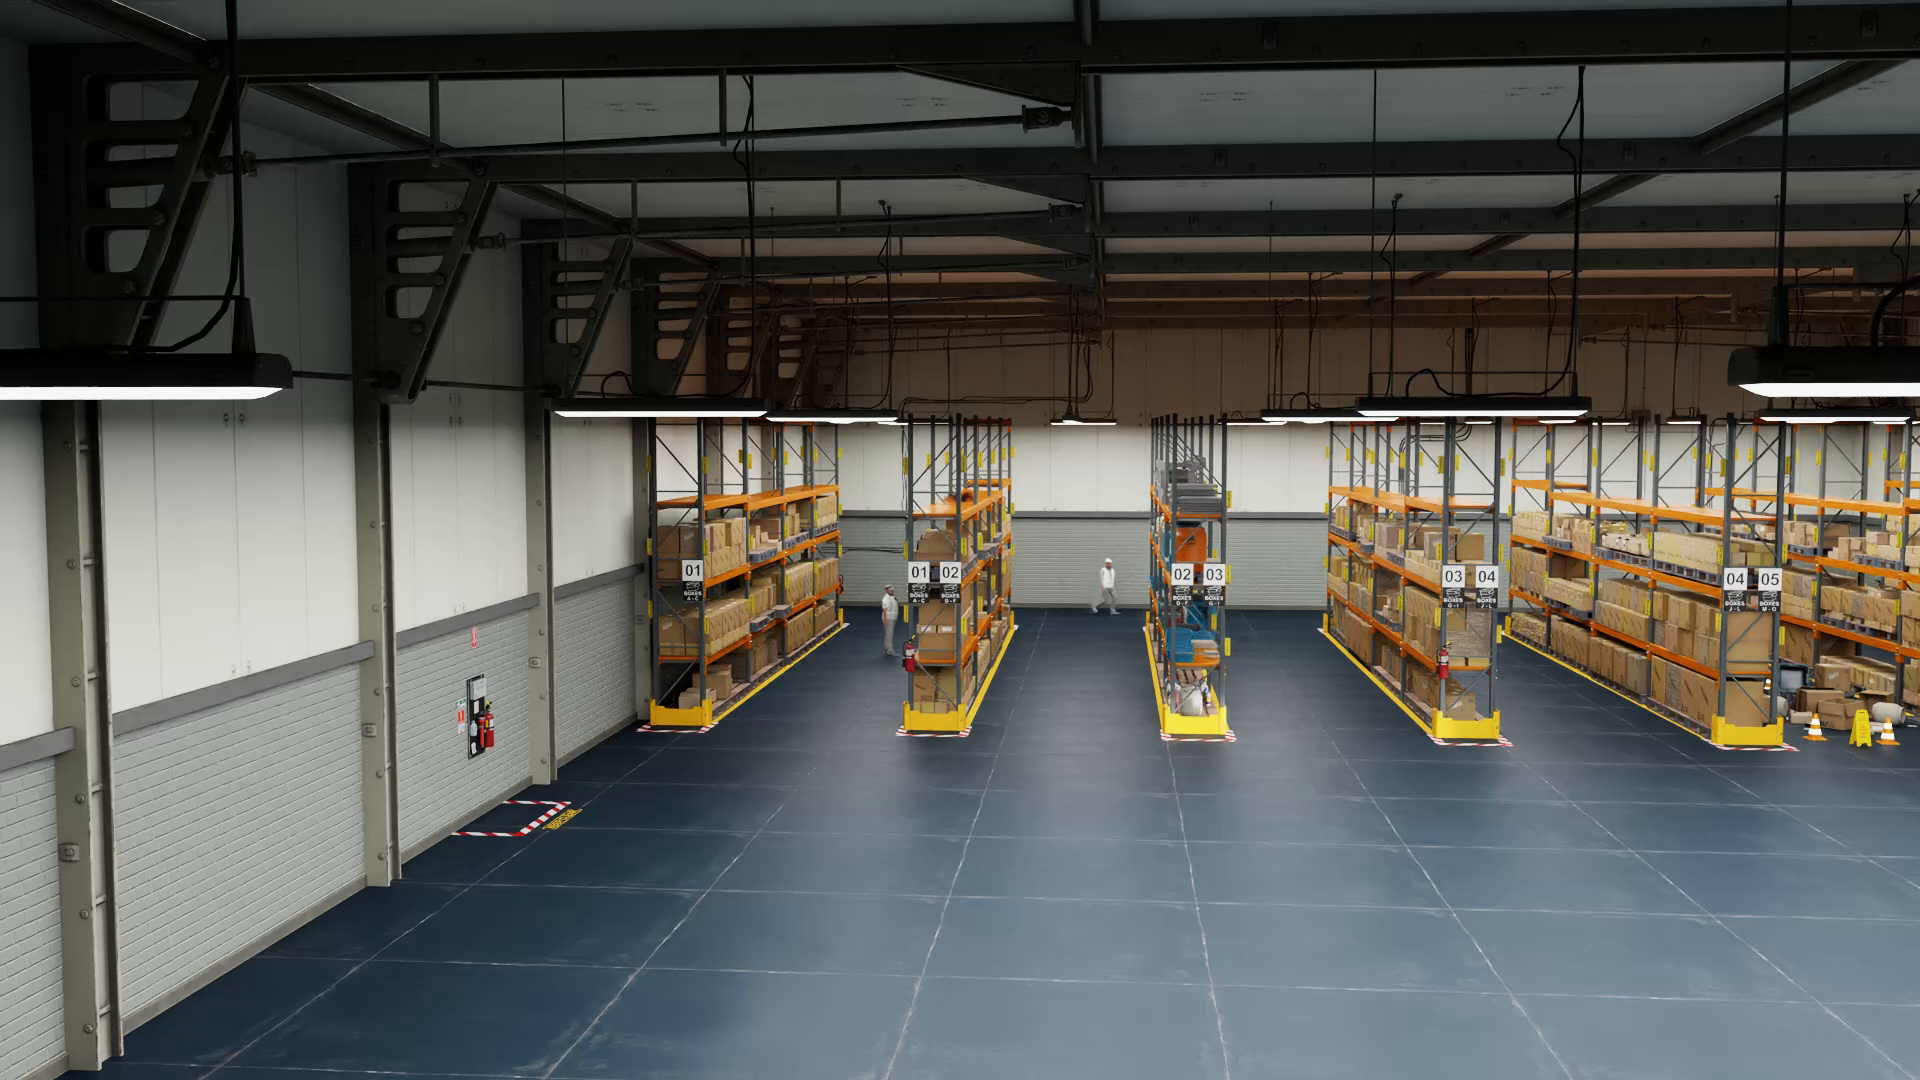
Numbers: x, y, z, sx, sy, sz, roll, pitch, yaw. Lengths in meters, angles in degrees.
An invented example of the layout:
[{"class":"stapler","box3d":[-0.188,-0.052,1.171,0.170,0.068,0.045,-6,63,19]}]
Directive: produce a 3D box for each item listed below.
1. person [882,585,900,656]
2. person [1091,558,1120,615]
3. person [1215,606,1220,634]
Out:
[{"class":"person","box3d":[-1.708,2.018,42.039,0.507,1.794,0.566,1,4,18]},{"class":"person","box3d":[4.487,1.421,50.962,0.877,1.723,0.586,2,4,30]},{"class":"person","box3d":[7.046,1.742,46.113,0.684,1.771,0.428,-2,4,-24]}]
